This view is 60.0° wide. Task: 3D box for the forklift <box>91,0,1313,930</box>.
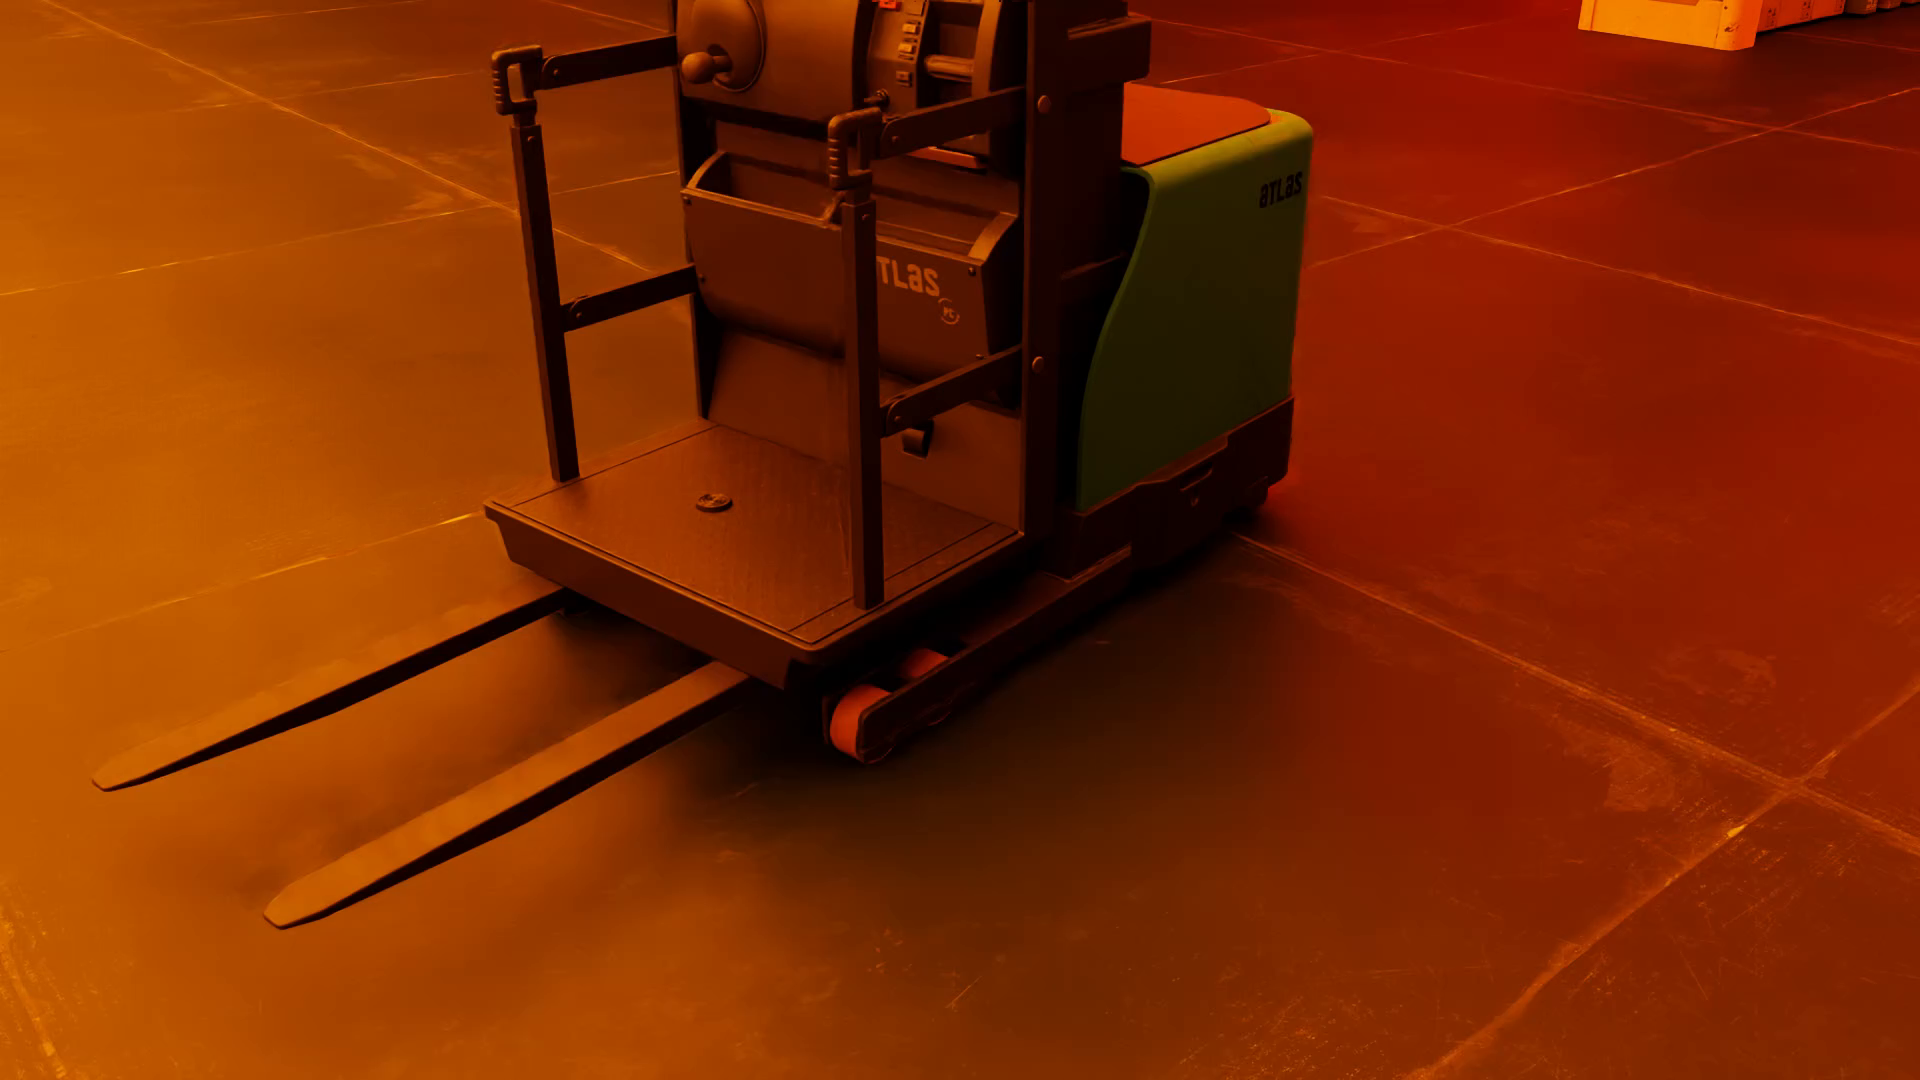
[{"bbox_3d":[-0.398,-1.089,3.399,1.130,2.935,3.031,20,33,35],"label":"forklift"}]
